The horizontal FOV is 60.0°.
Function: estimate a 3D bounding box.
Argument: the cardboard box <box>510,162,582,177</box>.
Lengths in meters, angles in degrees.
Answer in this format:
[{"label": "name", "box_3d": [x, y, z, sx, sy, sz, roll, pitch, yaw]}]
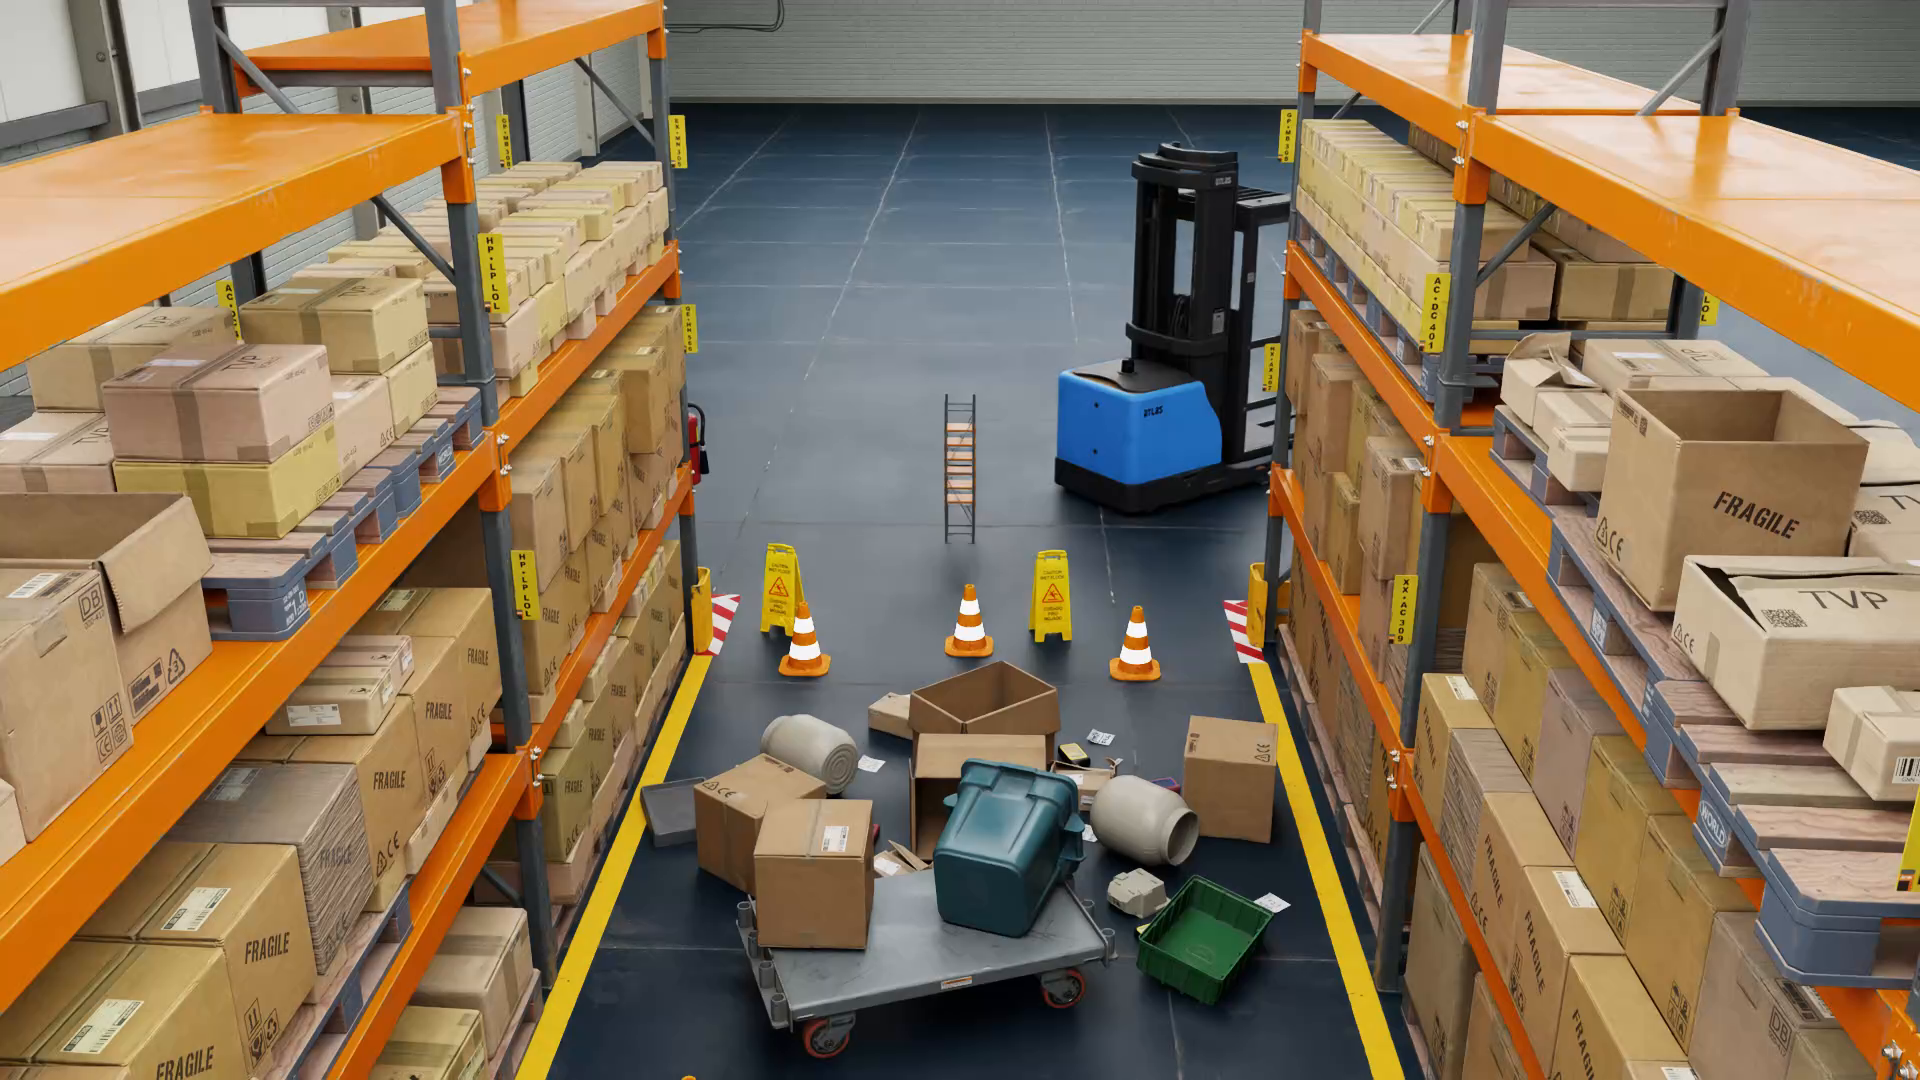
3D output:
[{"label": "cardboard box", "box_3d": [-2.546, -2.239, 10.251, 0.380, 0.149, 0.250, 0, 21, 1]}]

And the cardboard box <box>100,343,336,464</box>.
[{"label": "cardboard box", "box_3d": [-2.353, -0.443, 5.313, 0.500, 0.250, 0.500, 1, 21, 3]}]

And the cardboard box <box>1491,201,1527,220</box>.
[{"label": "cardboard box", "box_3d": [2.821, -1.496, 8.169, 0.500, 0.250, 0.500, 0, 21, 1]}]

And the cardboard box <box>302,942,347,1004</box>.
[{"label": "cardboard box", "box_3d": [-2.282, 1.403, 5.534, 0.380, 0.149, 0.250, 1, 21, 3]}]

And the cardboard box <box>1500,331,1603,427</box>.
[{"label": "cardboard box", "box_3d": [2.229, -0.611, 6.276, 0.258, 0.266, 0.396, 0, 21, 1]}]

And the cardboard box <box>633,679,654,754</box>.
[{"label": "cardboard box", "box_3d": [-2.121, 1.046, 9.908, 0.500, 0.250, 0.500, 0, 21, 0]}]

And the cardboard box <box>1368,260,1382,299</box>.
[{"label": "cardboard box", "box_3d": [2.220, -1.274, 8.147, 0.380, 0.149, 0.250, 1, 21, 2]}]

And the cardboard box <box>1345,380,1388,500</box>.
[{"label": "cardboard box", "box_3d": [2.606, -0.540, 9.073, 0.875, 0.550, 0.500, 1, 21, 2]}]

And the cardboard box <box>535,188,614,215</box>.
[{"label": "cardboard box", "box_3d": [-2.156, -1.875, 9.312, 0.380, 0.149, 0.250, 1, 21, 2]}]

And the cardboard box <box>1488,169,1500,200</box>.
[{"label": "cardboard box", "box_3d": [2.894, -1.821, 8.456, 0.380, 0.149, 0.250, 1, 21, 1]}]

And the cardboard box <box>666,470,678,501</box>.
[{"label": "cardboard box", "box_3d": [-2.026, -0.365, 10.669, 0.380, 0.149, 0.250, 0, 21, 1]}]

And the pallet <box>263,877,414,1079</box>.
[{"label": "pallet", "box_3d": [-2.556, 1.554, 5.643, 1.003, 0.211, 1.213, 1, 21, 2]}]

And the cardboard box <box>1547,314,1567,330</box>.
[{"label": "cardboard box", "box_3d": [2.854, -0.993, 7.424, 0.380, 0.149, 0.250, 1, 21, 2]}]

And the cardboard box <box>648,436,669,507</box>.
[{"label": "cardboard box", "box_3d": [-2.093, -0.517, 10.165, 0.500, 0.500, 0.500, 1, 21, 2]}]

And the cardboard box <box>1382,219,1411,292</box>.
[{"label": "cardboard box", "box_3d": [2.271, -1.321, 7.718, 0.500, 0.250, 0.500, 1, 21, 1]}]

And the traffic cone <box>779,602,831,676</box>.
[{"label": "traffic cone", "box_3d": [-1.055, 0.640, 11.239, 0.336, 0.463, 0.334, 1, 21, 2]}]

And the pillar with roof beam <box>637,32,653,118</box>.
[{"label": "pillar with roof beam", "box_3d": [-3.000, -14.120, 37.480, 9.100, 9.000, 0.400, 1, 21, 2]}]

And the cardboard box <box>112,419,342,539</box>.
[{"label": "cardboard box", "box_3d": [-2.363, -0.210, 5.404, 0.500, 0.250, 0.500, 1, 21, 2]}]

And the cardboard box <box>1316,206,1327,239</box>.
[{"label": "cardboard box", "box_3d": [2.266, -1.823, 9.562, 0.380, 0.149, 0.250, 1, 21, 2]}]

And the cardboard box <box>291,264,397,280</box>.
[{"label": "cardboard box", "box_3d": [-2.731, -1.131, 7.395, 0.380, 0.149, 0.250, 0, 21, 0]}]

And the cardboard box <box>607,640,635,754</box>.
[{"label": "cardboard box", "box_3d": [-2.144, 0.879, 9.300, 0.500, 0.500, 0.500, 2, 21, 4]}]

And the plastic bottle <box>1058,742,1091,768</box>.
[{"label": "plastic bottle", "box_3d": [0.703, 1.318, 10.046, 0.133, 0.061, 0.283, -7, 22, -17]}]

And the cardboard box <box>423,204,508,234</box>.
[{"label": "cardboard box", "box_3d": [-2.624, -1.689, 8.833, 0.380, 0.149, 0.250, 1, 21, 3]}]

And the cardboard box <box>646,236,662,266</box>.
[{"label": "cardboard box", "box_3d": [-2.038, -1.771, 10.147, 0.380, 0.149, 0.250, 1, 21, 2]}]

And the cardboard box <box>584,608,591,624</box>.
[{"label": "cardboard box", "box_3d": [-2.171, 0.367, 8.784, 0.380, 0.149, 0.250, 1, 21, 1]}]

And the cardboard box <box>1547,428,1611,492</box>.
[{"label": "cardboard box", "box_3d": [2.195, -0.268, 5.554, 0.380, 0.149, 0.250, 1, 21, 2]}]

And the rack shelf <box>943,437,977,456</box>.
[{"label": "rack shelf", "box_3d": [0.000, -0.747, 13.255, 0.258, 0.103, 0.180, 1, 21, 2]}]

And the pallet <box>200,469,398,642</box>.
[{"label": "pallet", "box_3d": [-2.607, 0.020, 5.443, 1.213, 0.211, 1.003, 1, 21, 2]}]

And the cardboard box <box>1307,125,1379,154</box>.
[{"label": "cardboard box", "box_3d": [2.282, -2.382, 9.900, 0.380, 0.149, 0.250, 1, 21, 2]}]

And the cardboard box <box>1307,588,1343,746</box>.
[{"label": "cardboard box", "box_3d": [2.640, 0.665, 10.026, 0.875, 0.875, 0.875, 0, 21, 1]}]

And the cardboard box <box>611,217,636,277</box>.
[{"label": "cardboard box", "box_3d": [-2.105, -1.622, 9.211, 0.500, 0.250, 0.500, 1, 21, 3]}]

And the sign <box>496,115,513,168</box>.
[{"label": "sign", "box_3d": [-2.874, -2.524, 10.532, 0.100, 0.325, 0.005, 1, 21, 2]}]

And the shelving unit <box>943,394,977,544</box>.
[{"label": "shelving unit", "box_3d": [0.000, -0.565, 13.325, 0.258, 1.200, 0.189, 1, 21, 2]}]

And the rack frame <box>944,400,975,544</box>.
[{"label": "rack frame", "box_3d": [-0.002, -0.532, 13.240, 0.240, 1.200, 0.006, 1, 21, 2]}]

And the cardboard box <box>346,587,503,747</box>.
[{"label": "cardboard box", "box_3d": [-2.238, 0.523, 6.905, 0.500, 0.500, 0.500, 0, 21, 1]}]

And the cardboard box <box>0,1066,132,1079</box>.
[{"label": "cardboard box", "box_3d": [-2.330, 1.639, 4.028, 0.500, 0.500, 0.500, 0, 21, 0]}]

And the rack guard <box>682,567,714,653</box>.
[{"label": "rack guard", "box_3d": [-2.334, 0.481, 11.599, 1.175, 0.500, 0.348, 1, 21, 2]}]

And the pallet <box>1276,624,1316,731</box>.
[{"label": "pallet", "box_3d": [2.673, 0.896, 10.928, 1.003, 0.211, 1.213, 1, 21, 2]}]

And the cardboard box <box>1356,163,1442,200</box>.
[{"label": "cardboard box", "box_3d": [2.236, -1.828, 8.473, 0.380, 0.149, 0.250, 1, 21, 2]}]

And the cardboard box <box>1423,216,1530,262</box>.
[{"label": "cardboard box", "box_3d": [2.190, -1.279, 7.058, 0.380, 0.149, 0.250, 0, 21, 1]}]

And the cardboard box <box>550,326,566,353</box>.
[{"label": "cardboard box", "box_3d": [-2.171, -1.029, 8.234, 0.380, 0.149, 0.250, 0, 21, 0]}]

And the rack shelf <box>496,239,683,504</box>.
[{"label": "rack shelf", "box_3d": [-2.393, -1.052, 8.941, 1.077, 0.370, 4.000, 1, 21, 2]}]

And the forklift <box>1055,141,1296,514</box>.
[{"label": "forklift", "box_3d": [2.316, -1.996, 14.622, 3.031, 2.935, 1.130, -15, 26, -34]}]

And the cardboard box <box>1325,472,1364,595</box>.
[{"label": "cardboard box", "box_3d": [2.541, -0.037, 9.271, 0.875, 0.550, 0.500, 1, 21, 2]}]

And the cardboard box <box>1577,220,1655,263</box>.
[{"label": "cardboard box", "box_3d": [2.848, -1.271, 7.038, 0.380, 0.149, 0.250, 1, 21, 2]}]

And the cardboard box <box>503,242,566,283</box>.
[{"label": "cardboard box", "box_3d": [-2.087, -1.314, 7.866, 0.380, 0.149, 0.250, 0, 21, 1]}]

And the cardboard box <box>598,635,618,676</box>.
[{"label": "cardboard box", "box_3d": [-2.083, 0.630, 9.045, 0.380, 0.149, 0.250, 2, 21, 5]}]

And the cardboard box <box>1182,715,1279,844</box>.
[{"label": "cardboard box", "box_3d": [1.519, 1.344, 9.371, 0.500, 0.500, 0.500, 4, 22, 11]}]

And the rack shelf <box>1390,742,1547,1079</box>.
[{"label": "rack shelf", "box_3d": [2.437, 1.811, 5.710, 1.077, 0.370, 4.000, 1, 21, 2]}]

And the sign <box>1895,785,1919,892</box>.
[{"label": "sign", "box_3d": [1.821, 0.513, 3.089, 0.100, 0.325, 0.005, 1, 21, 2]}]

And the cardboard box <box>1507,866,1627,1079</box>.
[{"label": "cardboard box", "box_3d": [2.164, 1.440, 5.534, 0.500, 0.500, 0.500, 1, 21, 2]}]

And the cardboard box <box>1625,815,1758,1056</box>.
[{"label": "cardboard box", "box_3d": [2.427, 1.155, 4.885, 0.700, 0.500, 0.500, 0, 21, 1]}]

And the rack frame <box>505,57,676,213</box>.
[{"label": "rack frame", "box_3d": [-2.332, -3.509, 10.132, 1.000, 3.000, 0.127, 1, 21, 2]}]

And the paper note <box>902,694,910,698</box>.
[{"label": "paper note", "box_3d": [-0.371, 1.036, 10.817, 0.148, 0.019, 0.142, -7, 22, -17]}]

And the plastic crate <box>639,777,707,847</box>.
[{"label": "plastic crate", "box_3d": [-1.586, 1.537, 9.458, 0.402, 0.080, 0.583, -7, 22, -17]}]

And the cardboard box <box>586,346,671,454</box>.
[{"label": "cardboard box", "box_3d": [-2.065, -0.808, 9.533, 0.700, 0.500, 0.500, 0, 21, 1]}]
